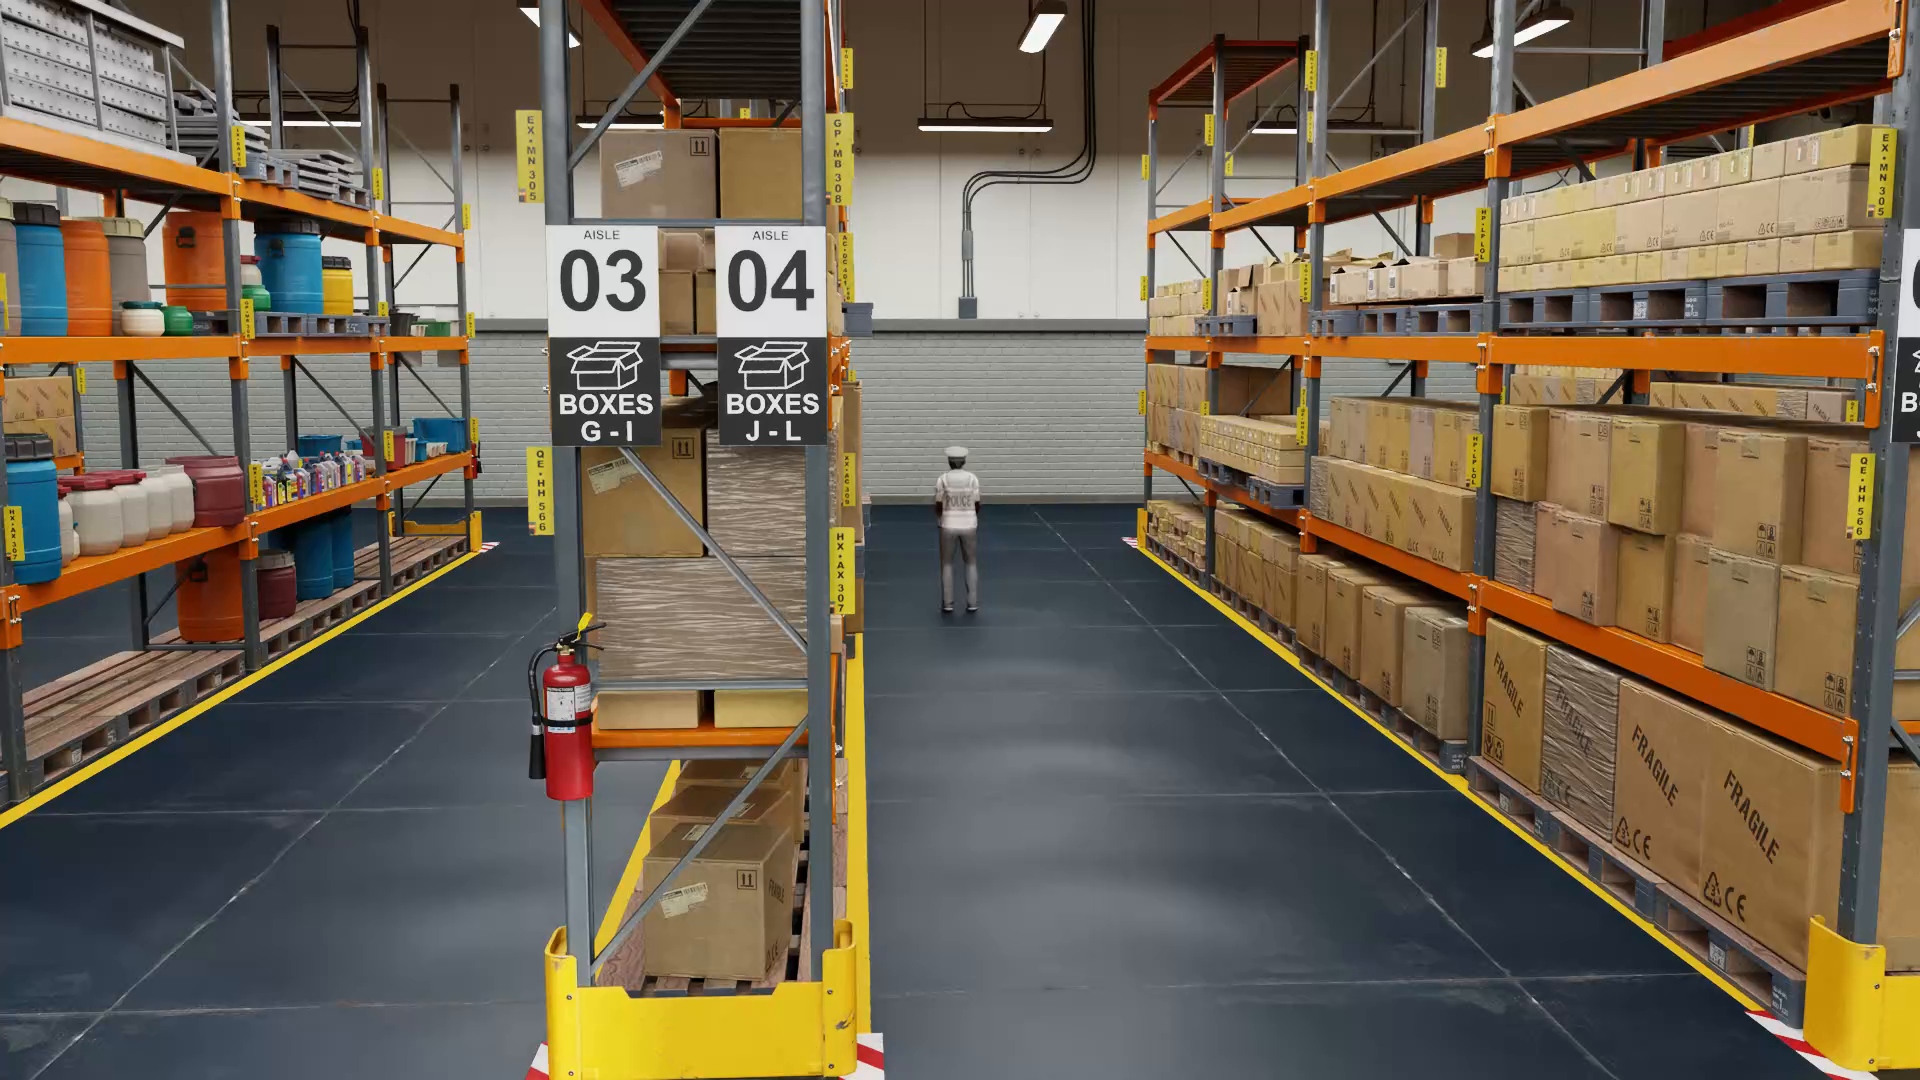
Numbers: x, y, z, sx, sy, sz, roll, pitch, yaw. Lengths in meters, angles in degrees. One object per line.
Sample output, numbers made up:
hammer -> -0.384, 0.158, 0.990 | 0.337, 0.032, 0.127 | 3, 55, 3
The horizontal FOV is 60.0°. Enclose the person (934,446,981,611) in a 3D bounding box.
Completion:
person -> -0.027, -0.117, 17.103 | 0.475, 1.686, 0.442 | -1, 7, -5
